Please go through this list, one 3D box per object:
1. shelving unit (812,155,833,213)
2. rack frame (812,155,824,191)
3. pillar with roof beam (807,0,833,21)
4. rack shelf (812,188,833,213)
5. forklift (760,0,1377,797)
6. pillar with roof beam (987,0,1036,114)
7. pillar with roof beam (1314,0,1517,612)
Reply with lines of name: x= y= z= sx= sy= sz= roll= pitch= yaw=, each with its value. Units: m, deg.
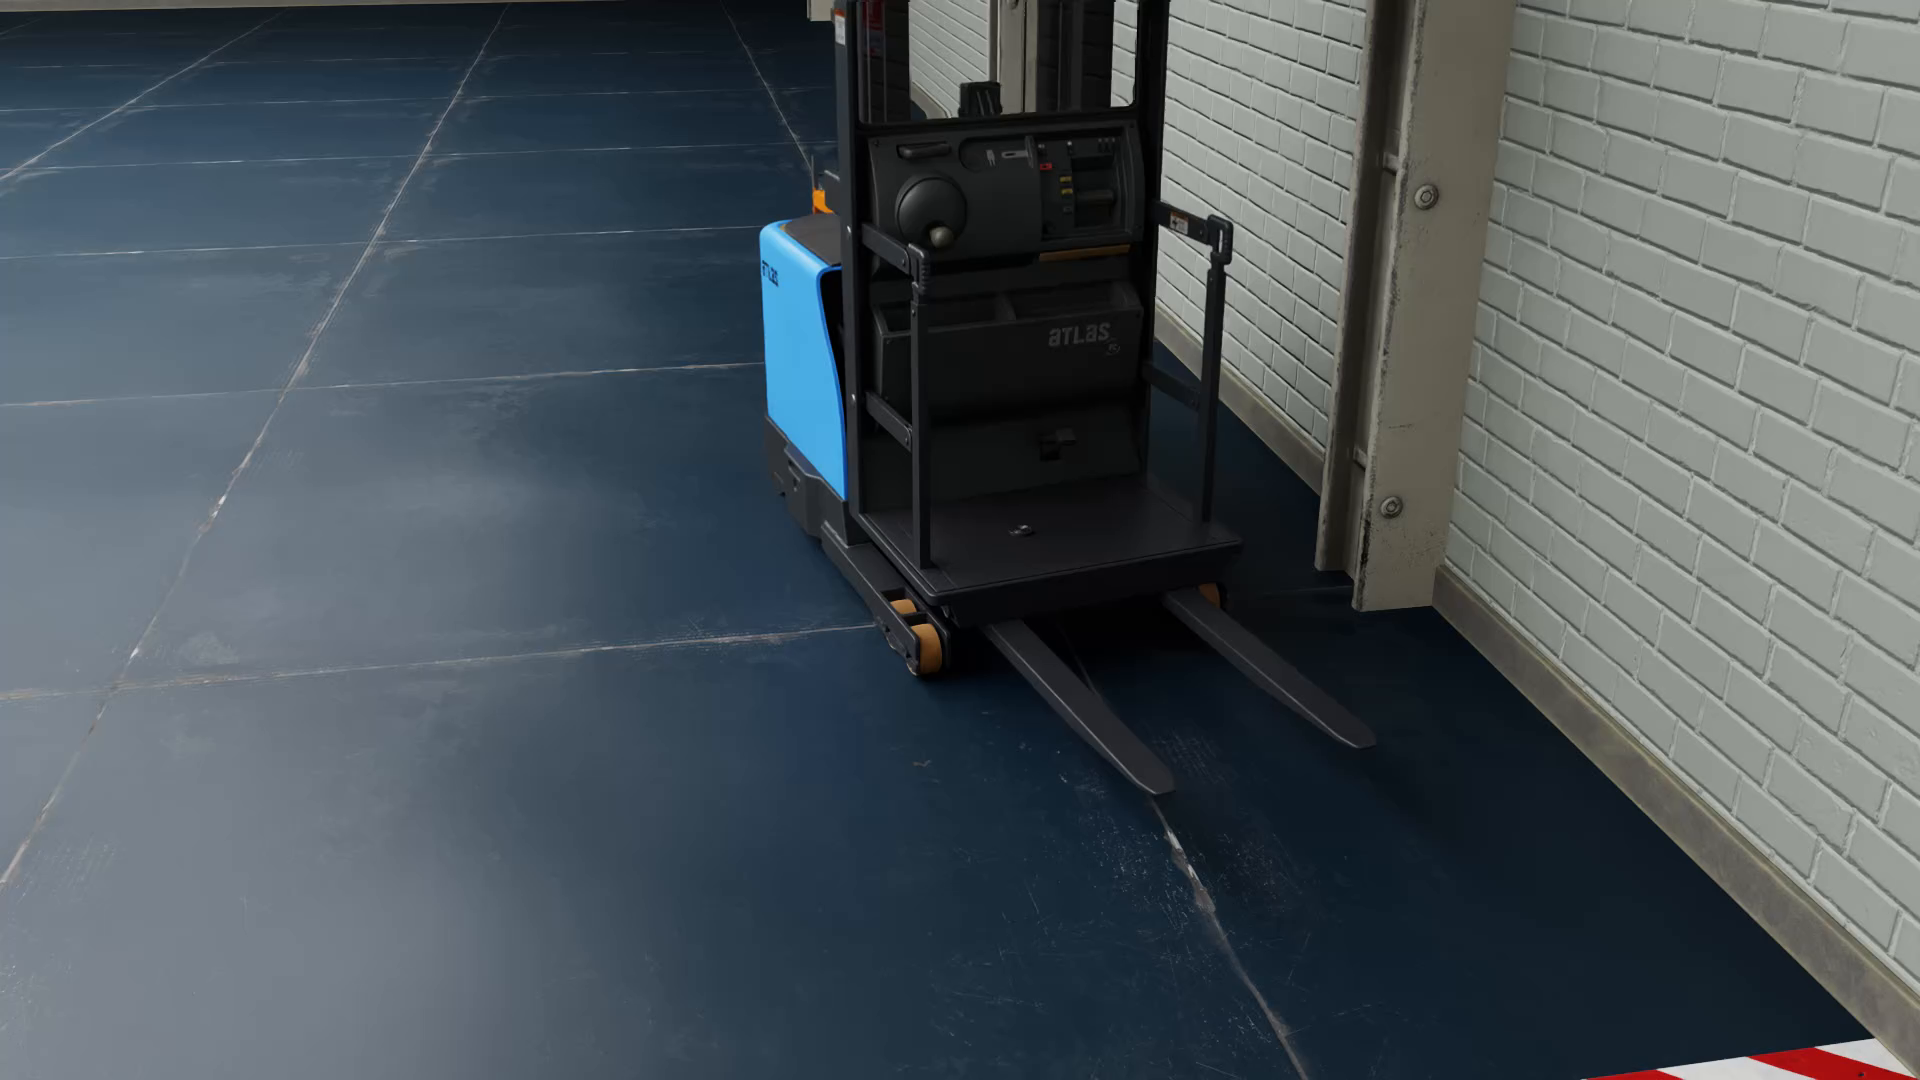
shelving unit: x=-0.412 y=-0.974 z=6.981 sx=0.258 sy=1.200 sz=0.503 roll=-9 pitch=25 yaw=-20
rack frame: x=-0.503 y=-1.064 z=7.188 sx=0.240 sy=1.200 sz=0.015 roll=-9 pitch=25 yaw=-20
pillar with roof beam: x=-6.085 y=-10.729 z=19.573 sx=9.100 sy=9.000 sz=0.400 roll=-4 pitch=24 yaw=-10
rack shelf: x=-0.412 y=-1.334 z=6.823 sx=0.258 sy=0.148 sz=0.480 roll=-9 pitch=25 yaw=-20
forklift: x=0.241 y=-1.104 z=5.116 sx=1.130 sy=2.935 sz=3.031 roll=-9 pitch=25 yaw=-20
pillar with roof beam: x=-3.866 y=-6.009 z=8.766 sx=9.100 sy=9.000 sz=0.400 roll=-4 pitch=24 yaw=-10
pillar with roof beam: x=-2.757 y=-3.649 z=3.362 sx=9.100 sy=9.000 sz=0.400 roll=-4 pitch=24 yaw=-10
